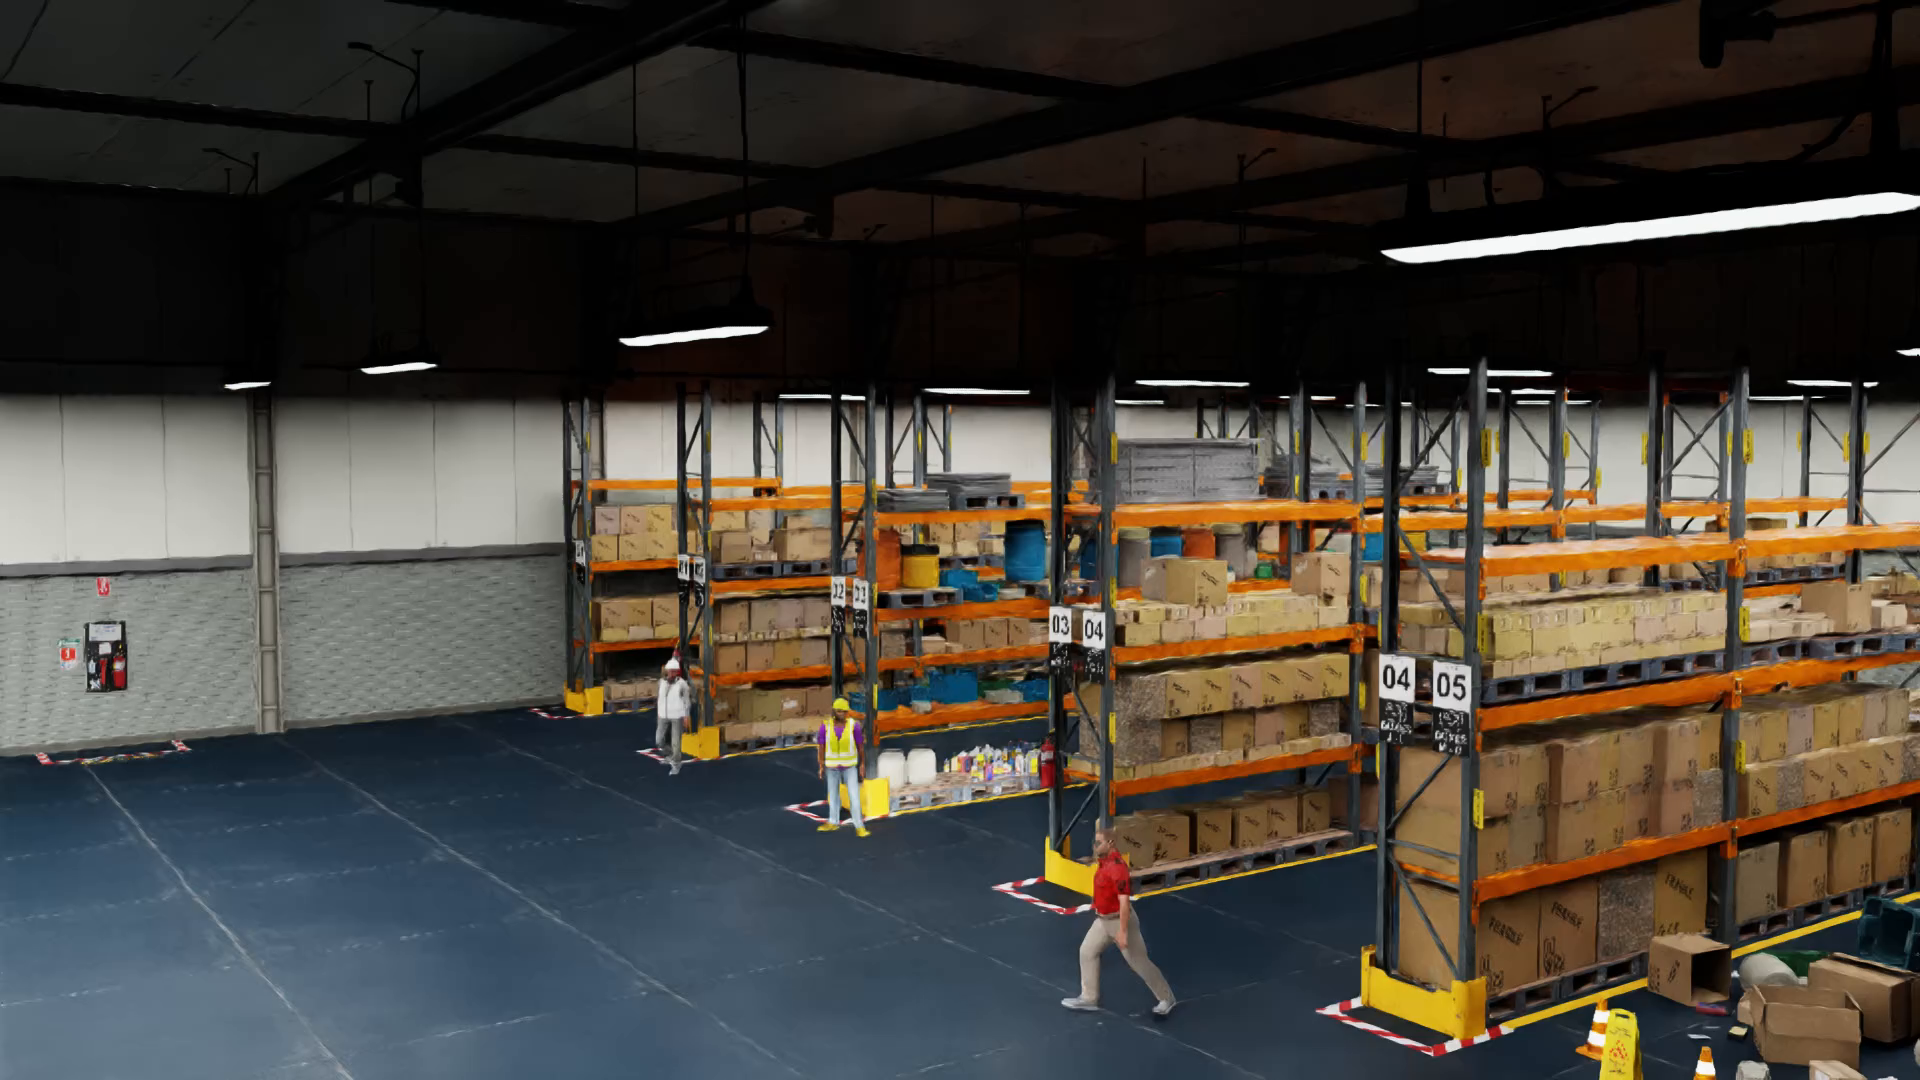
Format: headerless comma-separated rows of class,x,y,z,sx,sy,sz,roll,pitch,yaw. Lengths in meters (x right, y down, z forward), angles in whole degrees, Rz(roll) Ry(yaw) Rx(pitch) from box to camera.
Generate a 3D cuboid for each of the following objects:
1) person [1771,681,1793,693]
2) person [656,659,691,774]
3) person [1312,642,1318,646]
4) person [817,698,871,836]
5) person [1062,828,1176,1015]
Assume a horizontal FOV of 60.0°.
person,11.783,2.781,23.791,0.389,1.676,0.555,3,5,36
person,-4.349,2.664,25.268,0.586,1.765,0.558,1,4,18
person,8.156,1.890,37.316,1.097,1.714,0.600,-2,4,-24
person,-1.495,2.902,21.365,0.744,1.752,0.567,0,4,4
person,1.429,3.380,14.775,0.977,1.664,0.585,-1,4,-14
